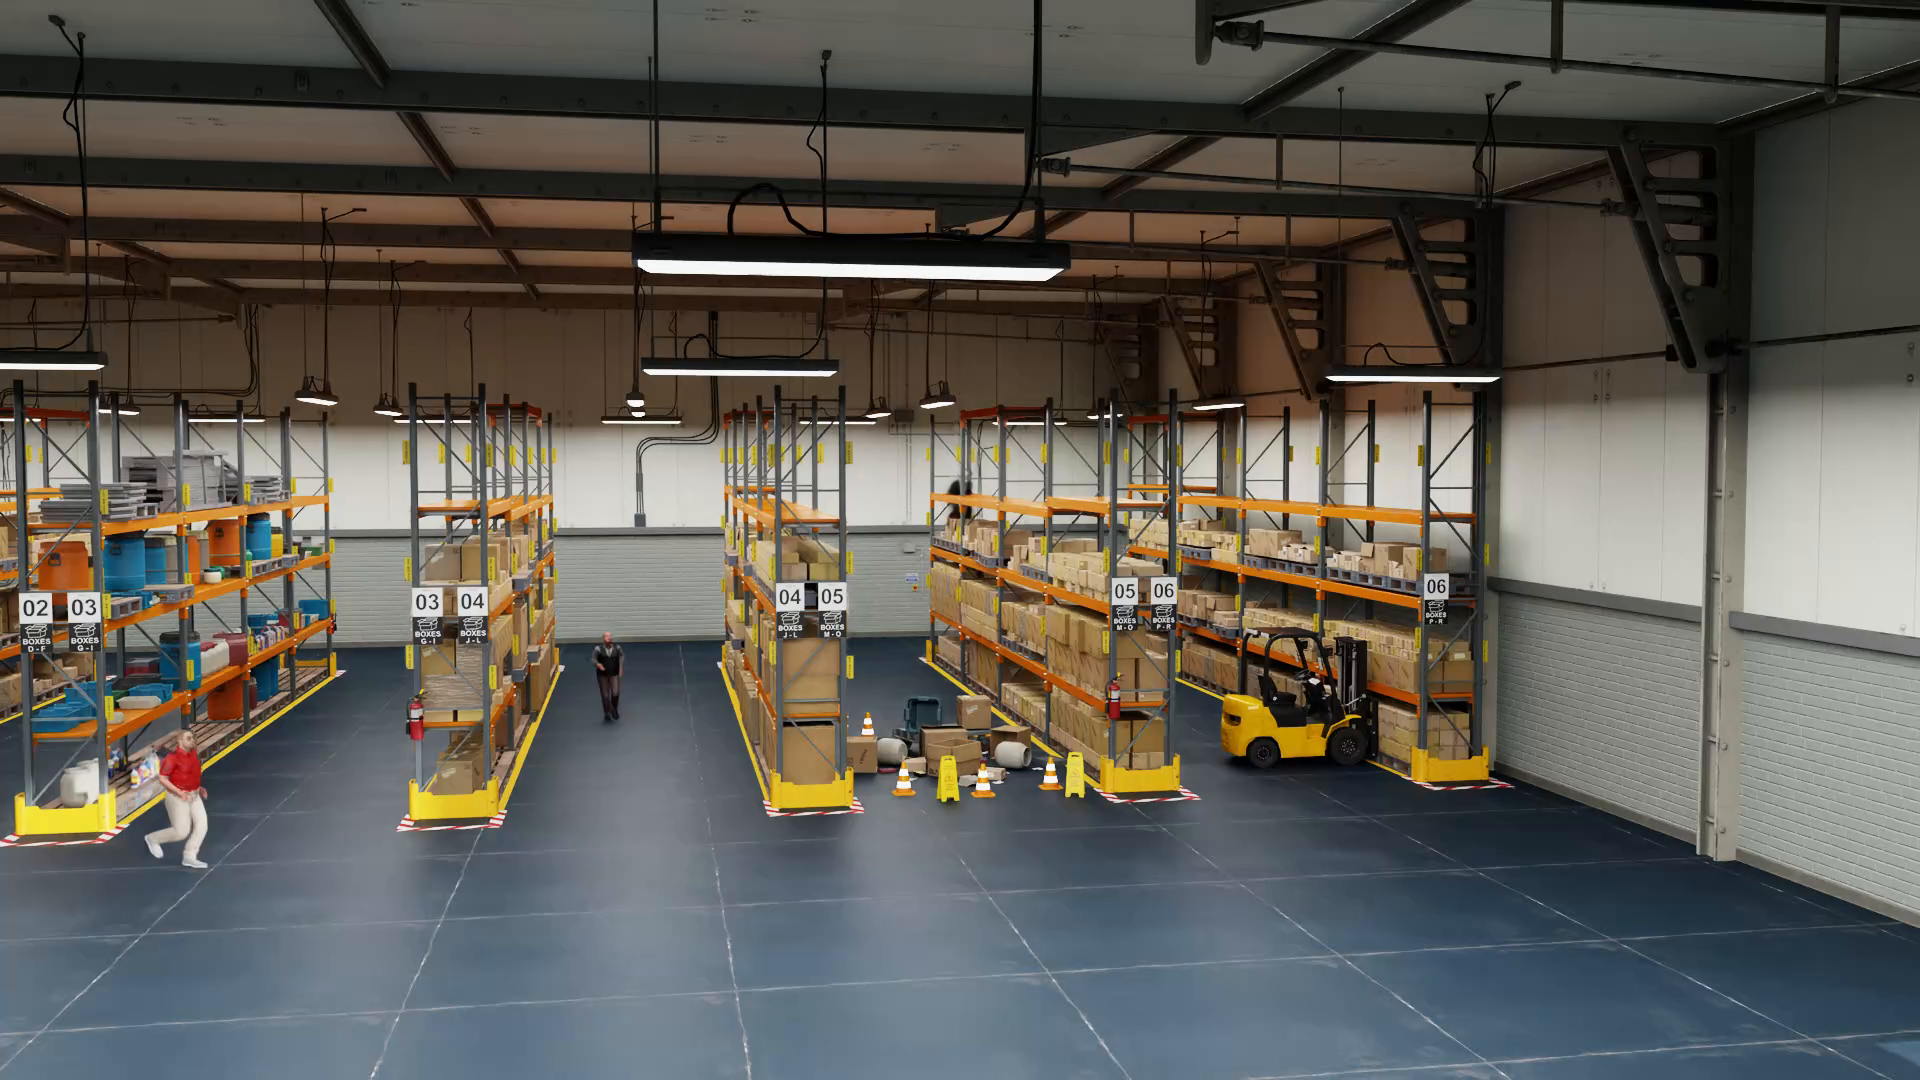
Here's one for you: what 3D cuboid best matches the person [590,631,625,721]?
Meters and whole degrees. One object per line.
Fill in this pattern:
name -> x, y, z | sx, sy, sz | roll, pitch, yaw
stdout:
person -> -6.618, 2.565, 31.288 | 0.661, 1.695, 0.635 | -1, 3, -16

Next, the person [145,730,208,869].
person -> -9.506, 3.144, 20.217 | 0.749, 1.691, 0.639 | 1, 3, 13

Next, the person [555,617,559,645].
person -> -9.881, 2.121, 39.714 | 0.588, 1.773, 0.672 | 0, 3, -2
